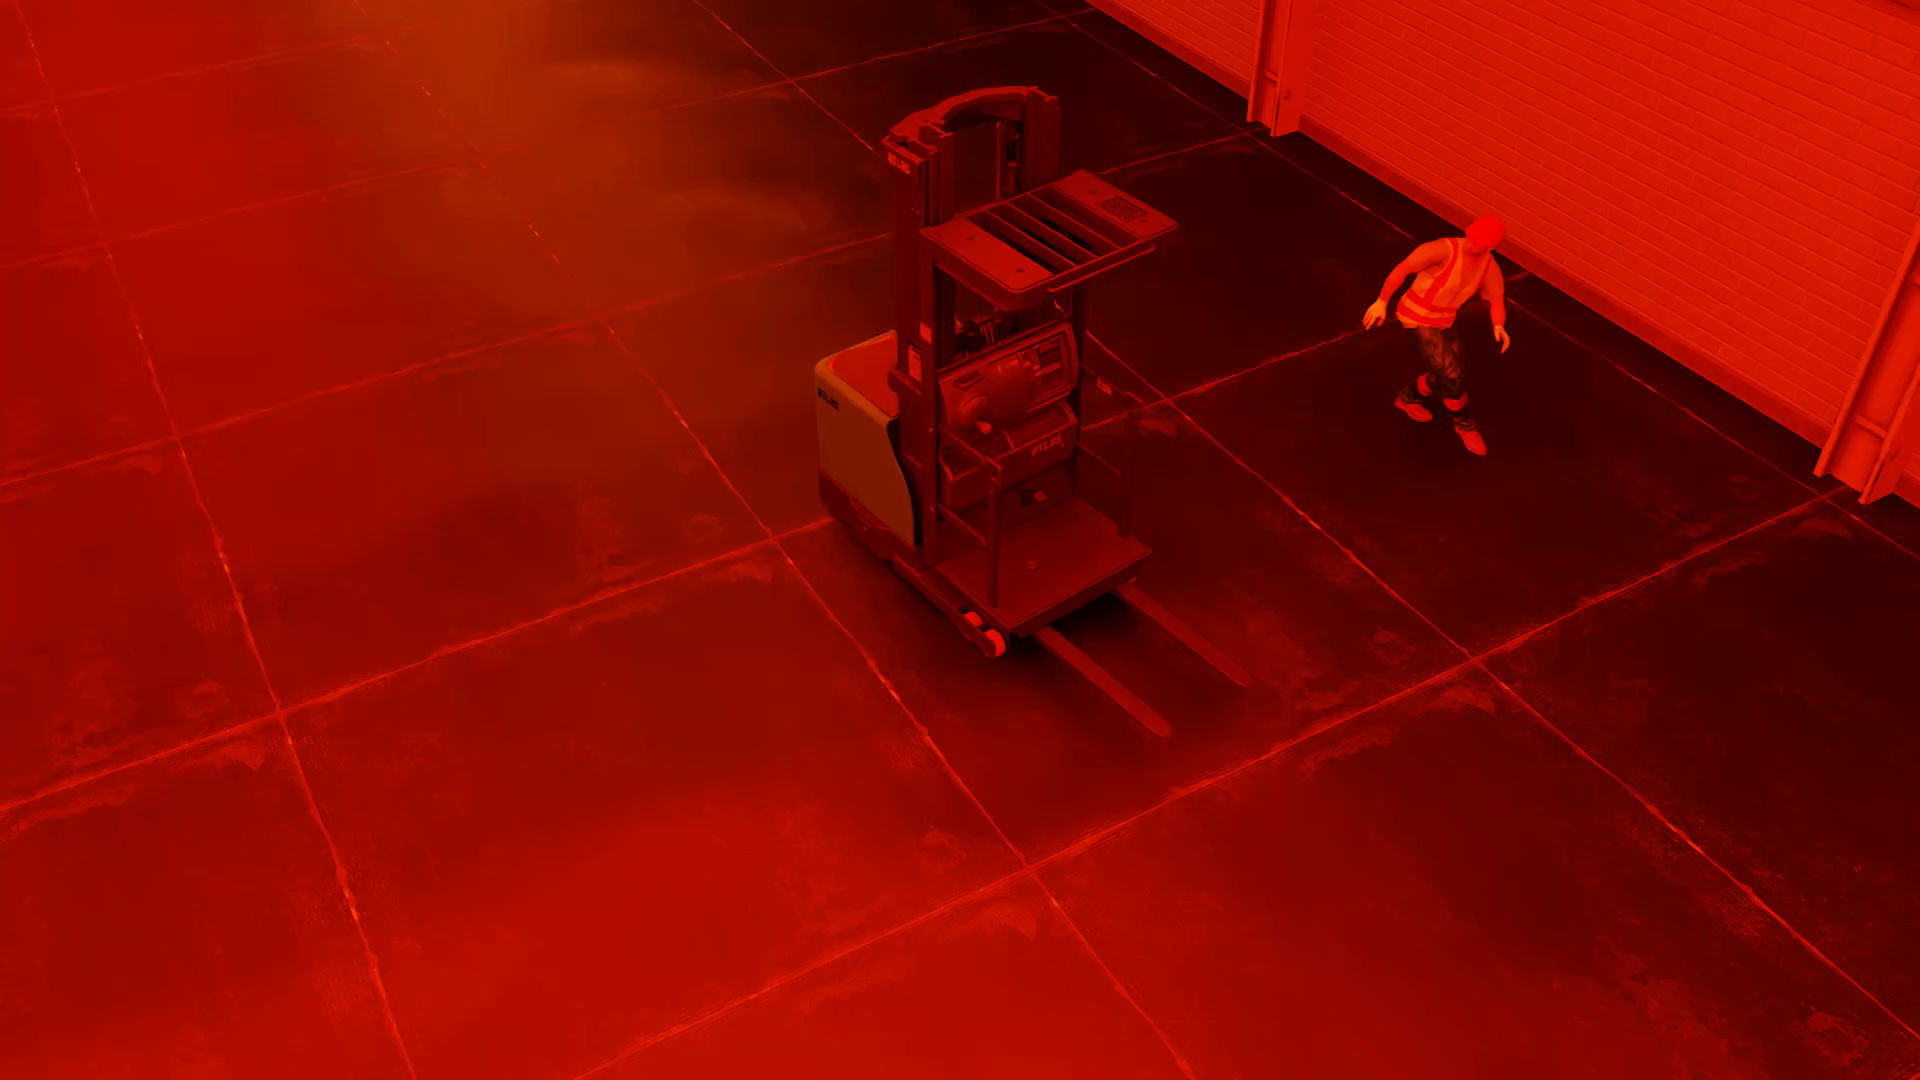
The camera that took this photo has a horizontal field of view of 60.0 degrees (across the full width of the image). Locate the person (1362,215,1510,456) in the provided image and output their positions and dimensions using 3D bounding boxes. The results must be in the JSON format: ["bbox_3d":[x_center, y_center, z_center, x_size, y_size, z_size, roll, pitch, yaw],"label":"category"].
[{"bbox_3d":[3.129,-1.326,10.677,0.785,1.610,0.800,-20,44,-23],"label":"person"}]

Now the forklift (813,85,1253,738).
[{"bbox_3d":[0.407,-0.812,9.015,1.130,2.935,3.031,-26,46,-28],"label":"forklift"}]
